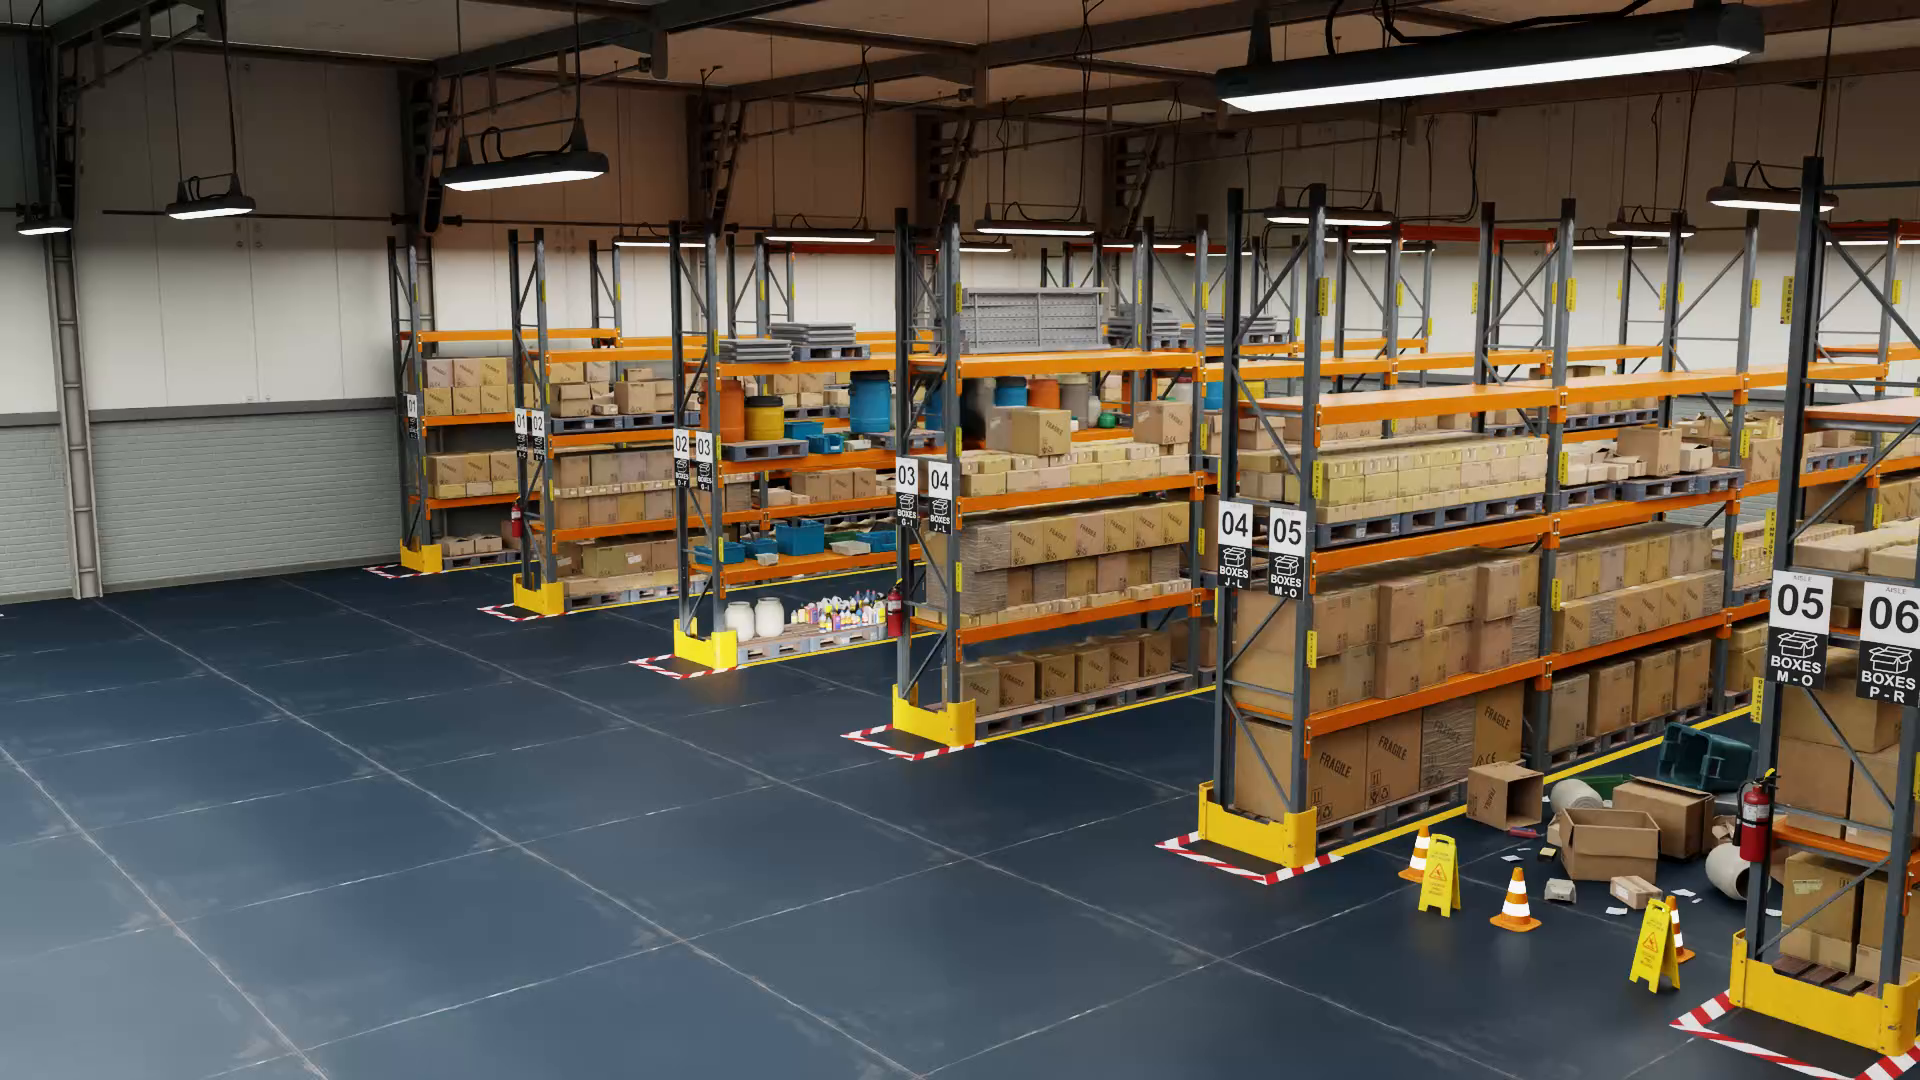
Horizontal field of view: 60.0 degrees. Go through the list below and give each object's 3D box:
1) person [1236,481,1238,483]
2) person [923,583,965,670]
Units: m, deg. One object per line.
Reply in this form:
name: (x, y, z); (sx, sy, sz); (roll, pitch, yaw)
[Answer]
person: (6.142, -1.470, 37.842); (0.618, 1.620, 0.786); (-2, 9, -12)
person: (-0.192, 0.843, 21.247); (0.655, 1.648, 0.509); (-6, 10, -33)
